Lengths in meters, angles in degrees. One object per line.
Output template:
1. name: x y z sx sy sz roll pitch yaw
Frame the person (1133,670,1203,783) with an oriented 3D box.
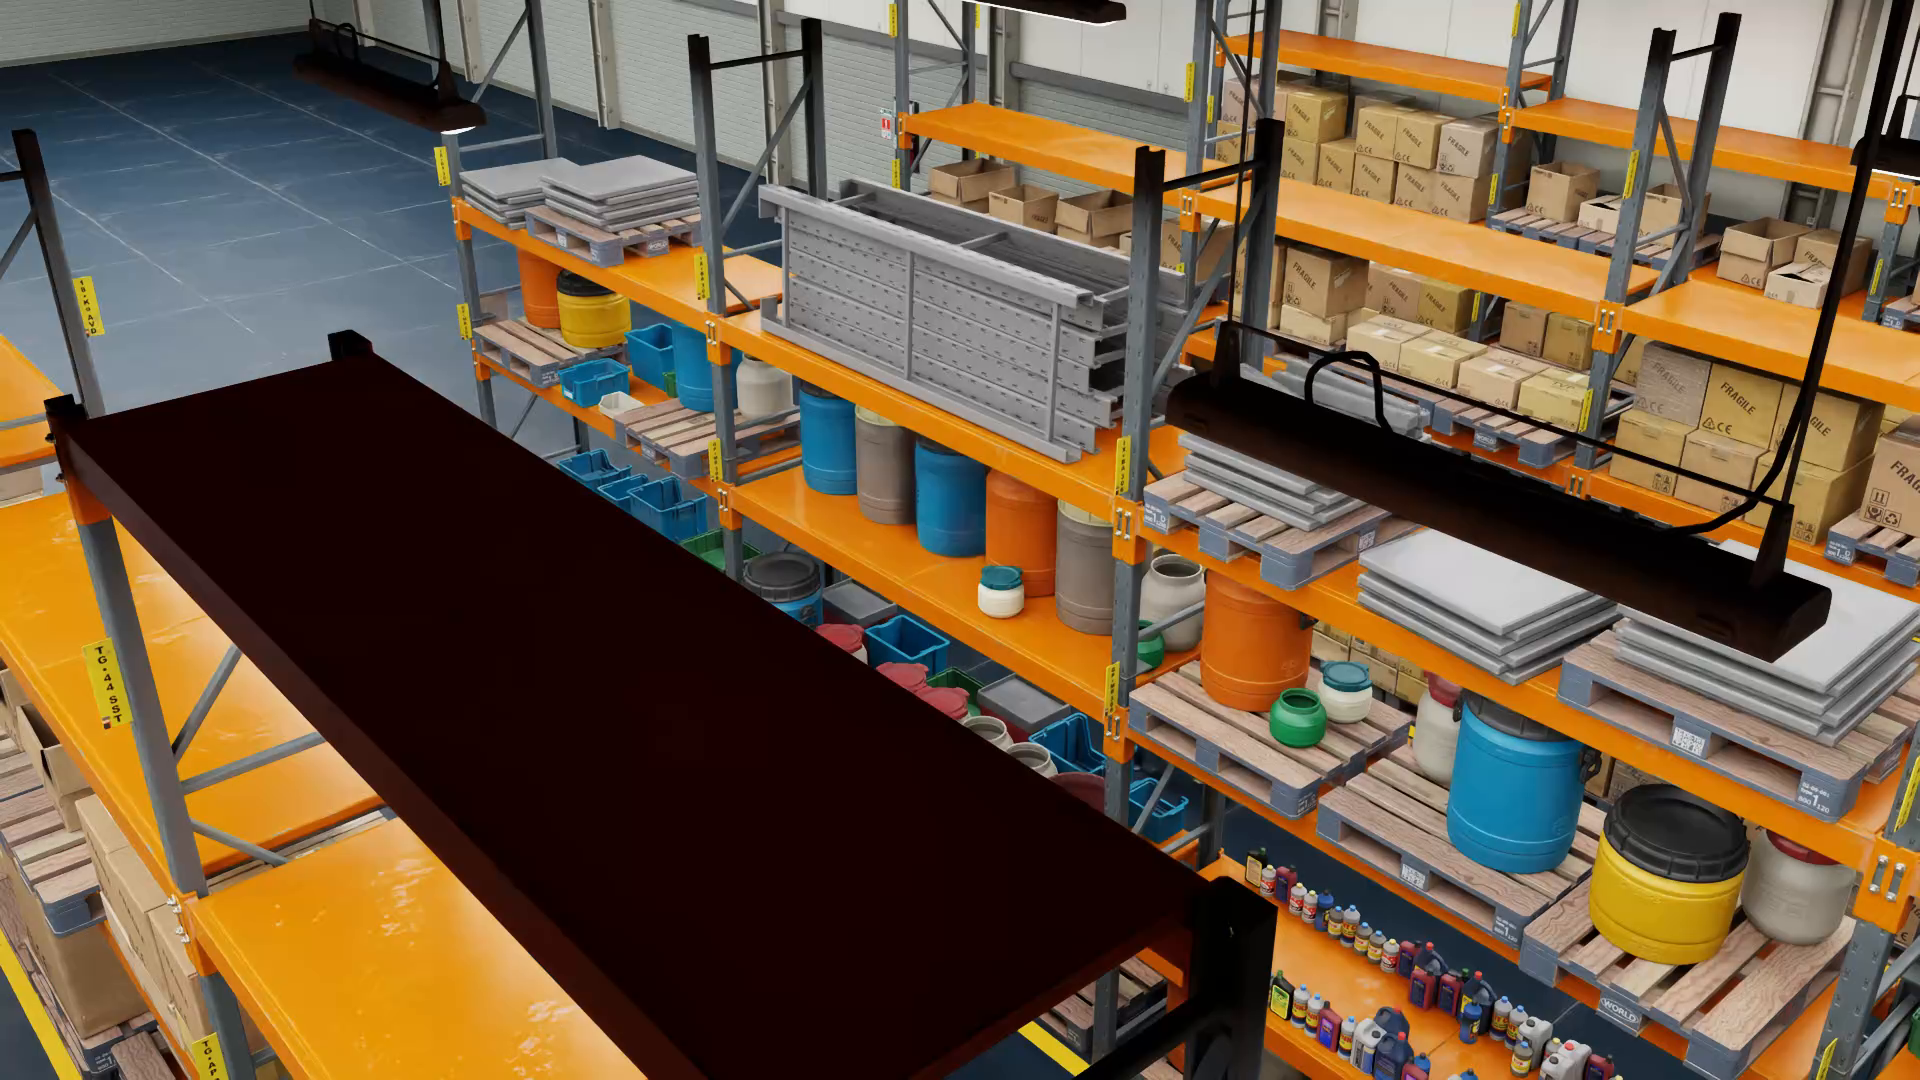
1. person: 1.669 1.272 13.345 0.942 1.519 0.418 23 35 37
